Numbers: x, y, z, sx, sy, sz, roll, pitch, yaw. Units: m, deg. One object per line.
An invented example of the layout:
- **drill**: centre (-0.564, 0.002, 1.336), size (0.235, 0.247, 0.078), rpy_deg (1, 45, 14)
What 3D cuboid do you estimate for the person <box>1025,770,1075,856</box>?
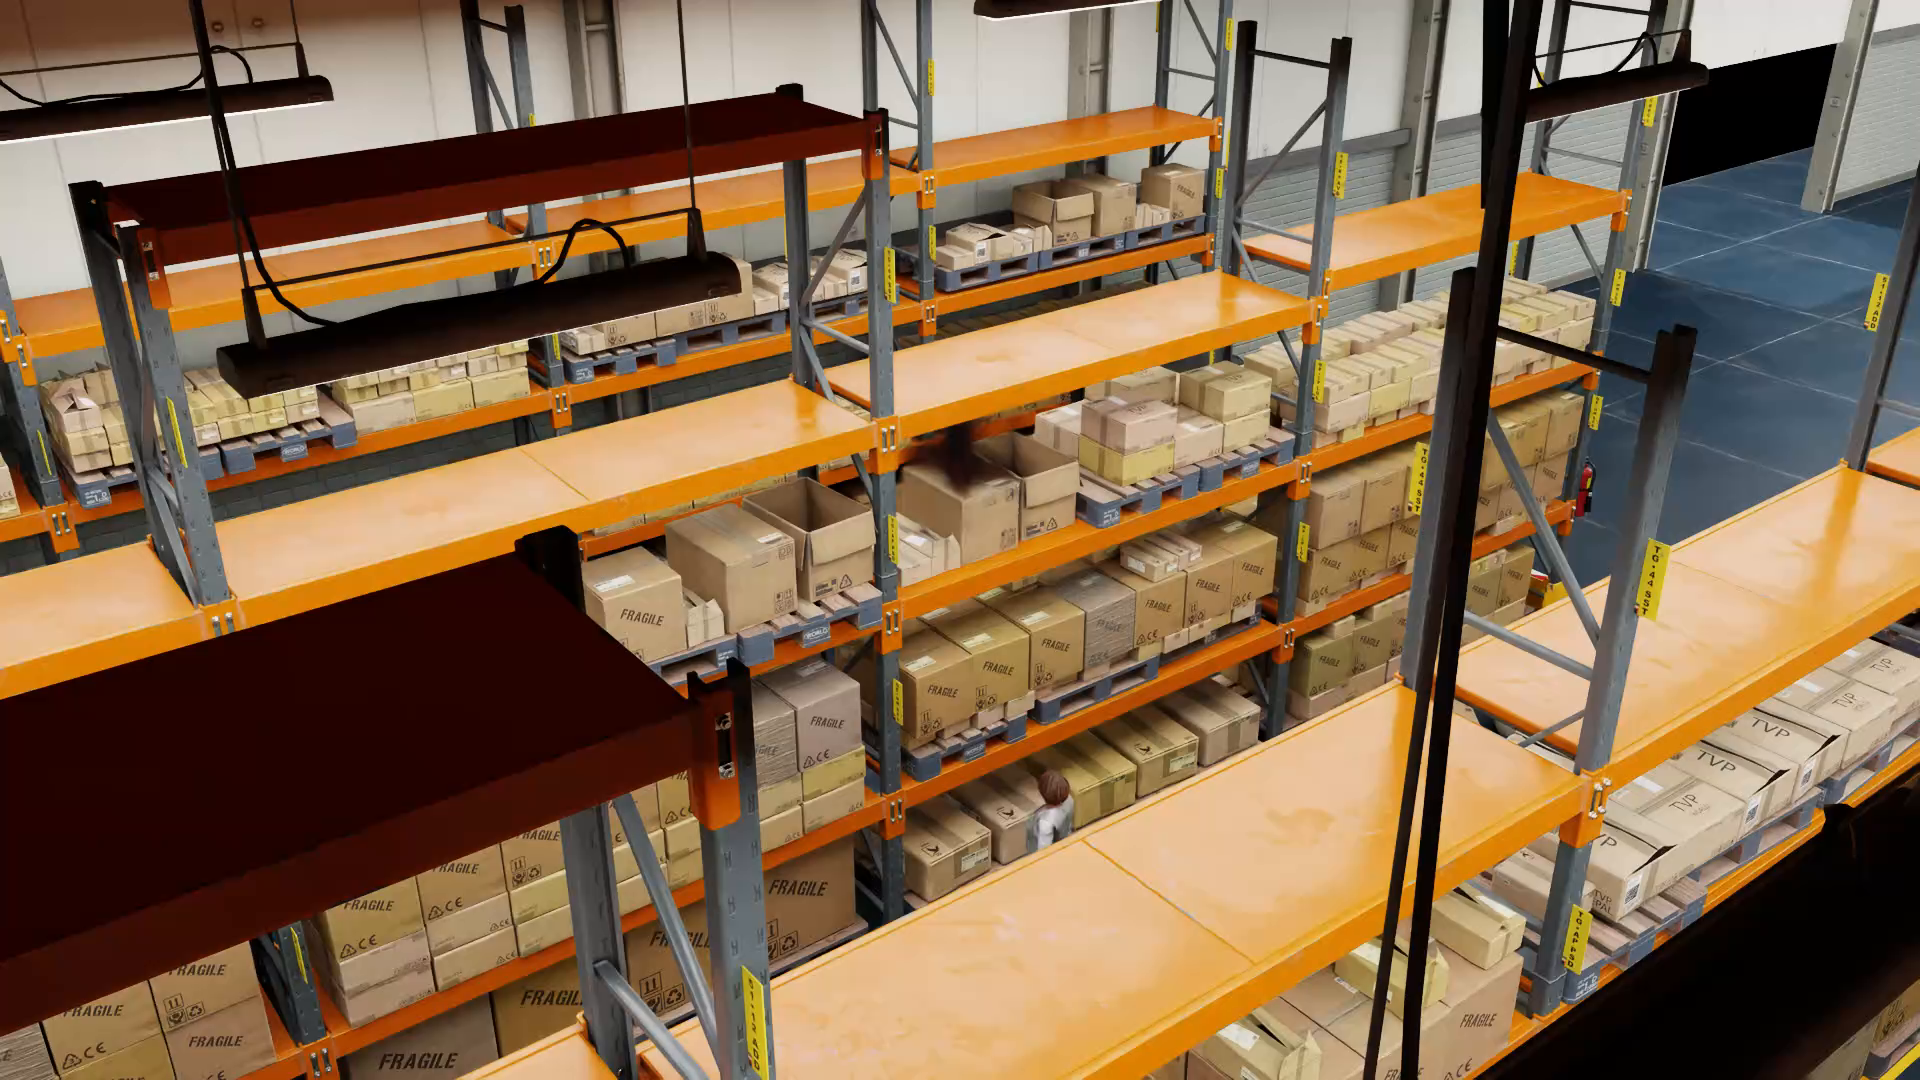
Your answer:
- **person**: centre (0.596, 2.202, 11.121), size (0.339, 1.588, 0.474), rpy_deg (10, 28, 20)
